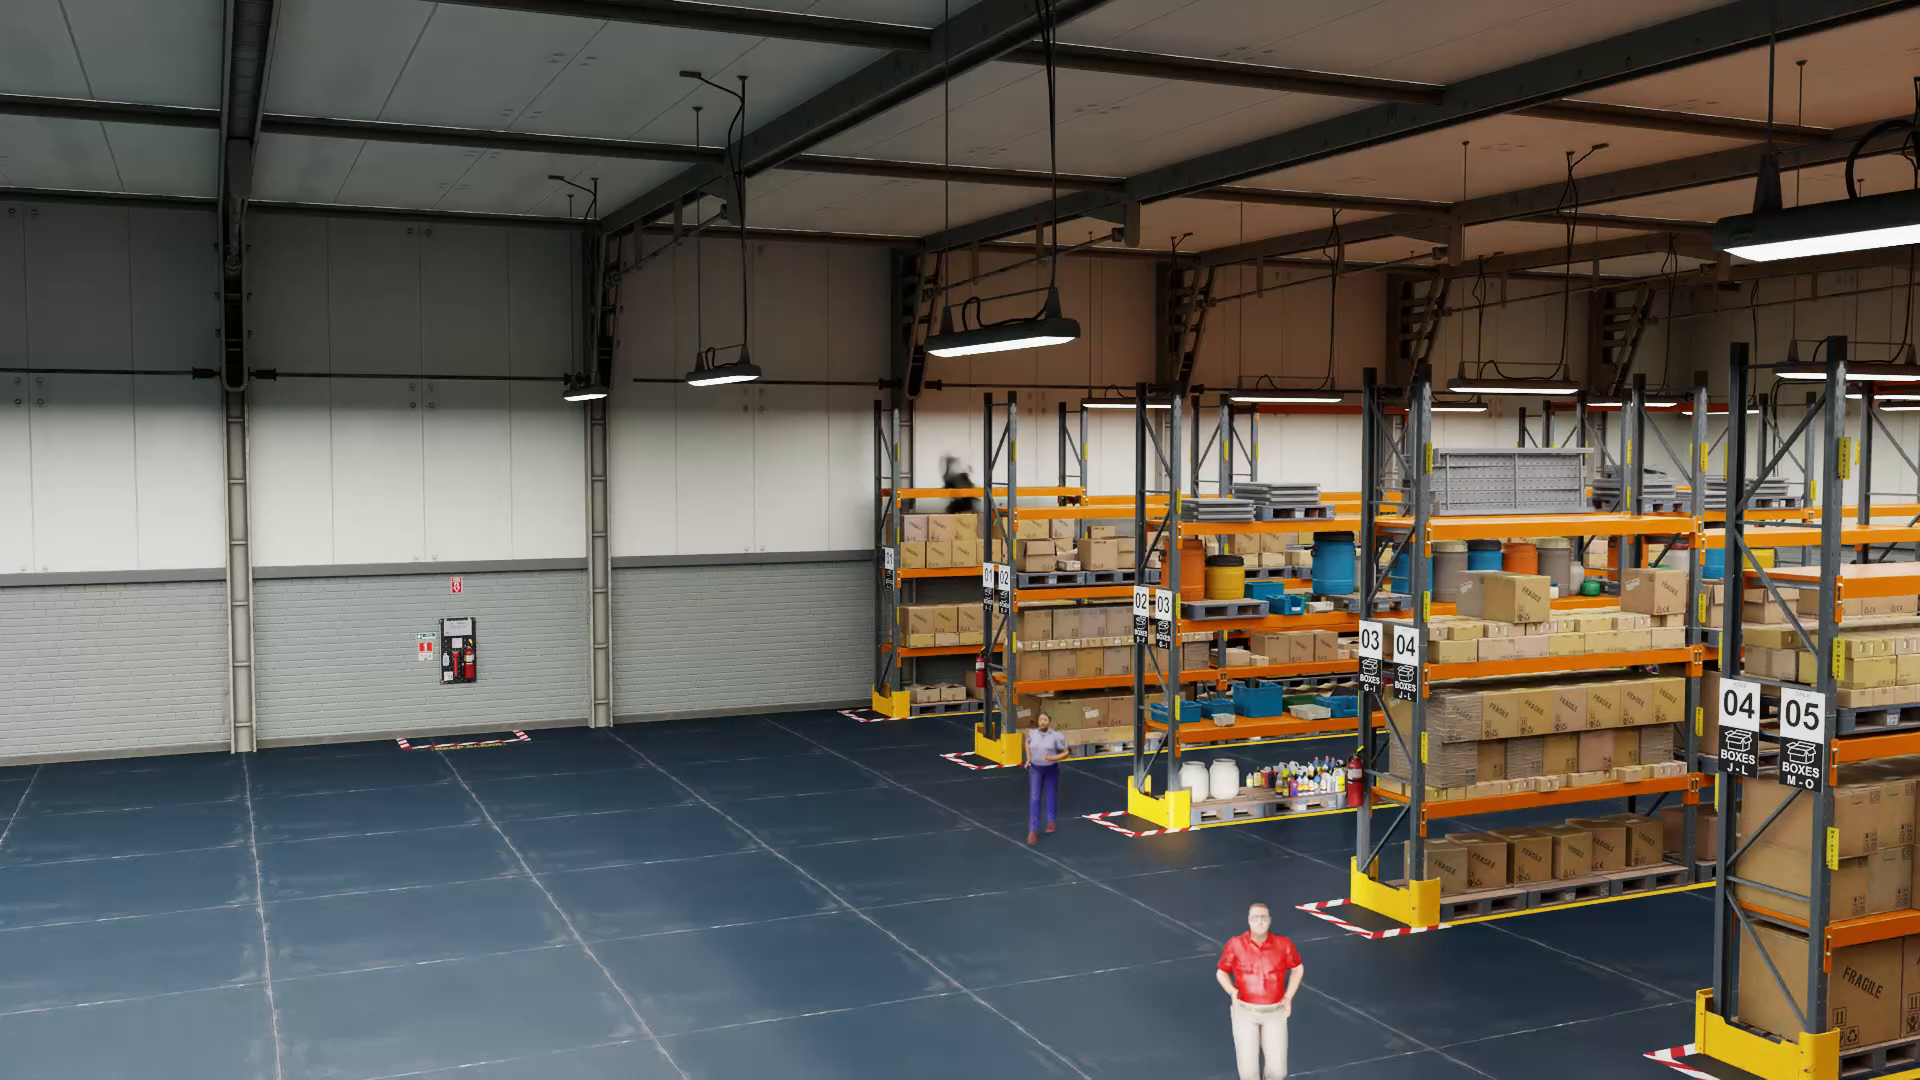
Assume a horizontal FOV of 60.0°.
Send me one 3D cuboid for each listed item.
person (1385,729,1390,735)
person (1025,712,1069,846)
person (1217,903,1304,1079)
[{"bbox_3d":[7.162,2.719,26.856,0.689,1.817,0.657,-2,4,-29],"label":"person"},{"bbox_3d":[1.127,3.067,21.656,0.612,1.677,0.849,1,3,12],"label":"person"},{"bbox_3d":[2.250,3.589,12.460,0.649,1.689,0.606,1,3,9],"label":"person"}]
